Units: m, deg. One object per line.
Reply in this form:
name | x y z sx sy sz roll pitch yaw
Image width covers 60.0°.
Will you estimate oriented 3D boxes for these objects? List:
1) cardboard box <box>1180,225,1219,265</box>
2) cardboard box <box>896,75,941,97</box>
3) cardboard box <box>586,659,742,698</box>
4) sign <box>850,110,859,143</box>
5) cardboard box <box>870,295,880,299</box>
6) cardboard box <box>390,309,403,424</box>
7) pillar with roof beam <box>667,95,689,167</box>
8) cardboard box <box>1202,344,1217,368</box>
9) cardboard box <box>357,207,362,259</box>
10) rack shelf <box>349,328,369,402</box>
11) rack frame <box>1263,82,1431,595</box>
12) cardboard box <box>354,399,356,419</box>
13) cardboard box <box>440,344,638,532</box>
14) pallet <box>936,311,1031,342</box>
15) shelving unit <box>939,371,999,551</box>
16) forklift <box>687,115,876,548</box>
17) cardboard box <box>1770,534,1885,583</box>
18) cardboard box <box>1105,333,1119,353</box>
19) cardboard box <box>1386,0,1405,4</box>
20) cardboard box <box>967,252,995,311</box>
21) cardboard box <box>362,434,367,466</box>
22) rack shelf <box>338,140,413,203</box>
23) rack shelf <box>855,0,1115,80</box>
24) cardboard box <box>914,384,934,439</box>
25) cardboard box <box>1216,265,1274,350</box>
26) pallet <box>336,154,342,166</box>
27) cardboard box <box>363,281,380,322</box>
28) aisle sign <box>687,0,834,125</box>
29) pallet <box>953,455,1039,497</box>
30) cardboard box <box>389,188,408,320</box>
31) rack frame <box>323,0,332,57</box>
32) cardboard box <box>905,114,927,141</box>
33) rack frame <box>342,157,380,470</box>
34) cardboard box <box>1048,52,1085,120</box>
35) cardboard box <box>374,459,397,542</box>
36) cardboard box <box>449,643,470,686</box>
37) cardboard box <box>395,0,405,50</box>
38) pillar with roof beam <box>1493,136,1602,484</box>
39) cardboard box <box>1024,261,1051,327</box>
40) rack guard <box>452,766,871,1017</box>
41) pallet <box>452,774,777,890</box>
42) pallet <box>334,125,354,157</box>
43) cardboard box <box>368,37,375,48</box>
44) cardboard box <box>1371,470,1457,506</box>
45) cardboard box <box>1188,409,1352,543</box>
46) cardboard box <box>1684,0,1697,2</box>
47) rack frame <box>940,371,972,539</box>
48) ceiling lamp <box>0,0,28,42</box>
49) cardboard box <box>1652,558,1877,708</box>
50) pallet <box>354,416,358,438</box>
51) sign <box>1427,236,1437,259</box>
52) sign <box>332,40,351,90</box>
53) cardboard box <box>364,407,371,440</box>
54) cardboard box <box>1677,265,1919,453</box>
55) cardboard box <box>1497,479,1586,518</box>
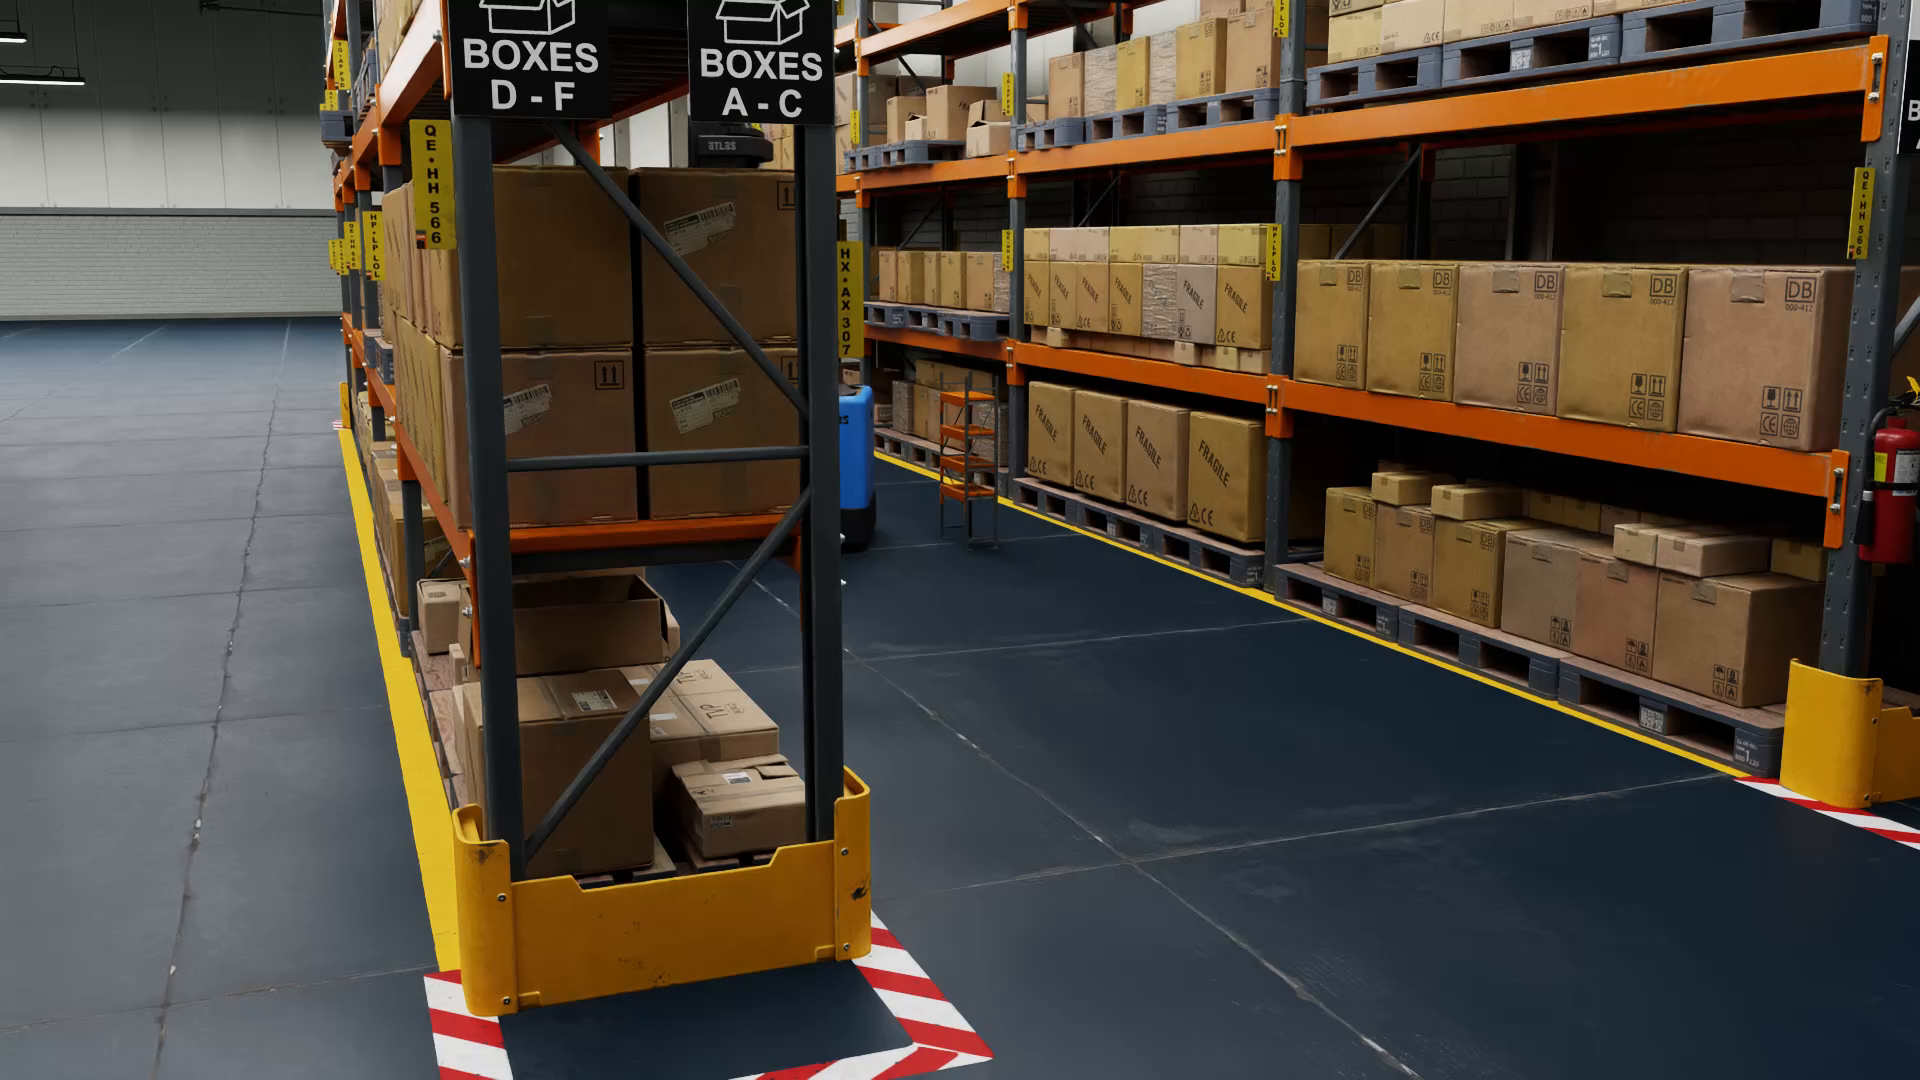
cardboard box | 1.756 -1.904 10.725 0.500 0.250 0.500 -4 11 -20
cardboard box | -0.471 -4.617 17.549 0.500 0.500 0.500 -4 11 -20
cardboard box | -1.122 0.650 6.296 0.500 0.250 0.500 -4 11 -21
sign | -1.062 -4.187 16.850 0.100 0.325 0.005 -4 11 -21
cardboard box | -1.014 -2.485 17.696 0.500 0.250 0.500 -4 11 -21
cardboard box | -2.345 -0.819 7.673 0.500 0.500 0.500 -4 11 -19
pillar with roof beam | -9.310 -7.724 29.645 9.100 9.000 0.548 -4 11 -21
cardboard box | 1.788 -1.193 10.724 0.380 0.149 0.250 -4 11 -19
cardboard box | -5.526 -3.018 16.333 0.700 0.500 0.500 -4 11 -21
rack shelf | -4.450 -1.495 13.815 1.077 0.370 4.000 -4 11 -21
rack frame | 2.339 -1.185 10.017 1.000 3.000 0.127 -4 11 -21
cardboard box | -6.272 -1.417 17.974 0.500 0.250 0.500 -4 11 -21
cardboard box | -1.243 -0.322 4.881 0.500 0.500 0.500 -4 11 -19
pallet | 0.532 -1.853 14.321 1.213 0.211 1.003 -4 11 -21
shelving unit | 0.060 -0.564 11.663 0.258 1.200 0.503 -4 11 -21
forklift | -2.137 -1.439 11.642 3.031 2.935 1.130 0 10 0
cardboard box | 3.674 0.072 7.035 0.380 0.149 0.250 -4 11 -21
cardboard box | 1.286 -1.447 12.153 0.380 0.149 0.250 -4 11 -20
cardboard box | 2.528 -2.996 8.433 0.500 0.500 0.500 -4 11 -22
cardboard box | 0.483 -2.269 14.571 0.700 0.500 0.500 -5 11 -26
cardboard box | -4.886 -0.779 14.389 0.500 0.250 0.500 -4 11 -23
rack shelf | -4.450 -2.972 13.553 1.077 0.370 4.000 -4 11 -21
rack shelf | 0.165 -4.567 15.096 1.077 0.370 4.000 -4 11 -21
cardboard box | -0.043 -1.277 16.413 0.700 0.500 0.500 -4 11 -22
cardboard box | 1.937 -1.450 10.314 0.500 0.500 0.500 -4 11 -22
pallet | -5.508 -3.747 16.106 1.003 0.211 1.213 -4 11 -21
cardboard box | -5.342 -2.297 15.984 0.700 0.500 0.500 -4 11 -22
aisle sign | -0.528 -1.505 4.390 0.394 0.787 0.004 -4 11 -21
pallet | 0.608 -0.593 14.650 1.003 0.211 1.213 -4 11 -21
cardboard box | -1.994 -1.149 6.672 0.500 0.500 0.500 -4 11 -23
rack frame | -6.625 -5.782 18.733 1.000 3.000 0.127 -4 11 -21
cardboard box | -0.213 -3.936 15.971 0.500 0.311 0.500 -4 11 -19
rack frame | -5.175 -2.176 15.588 1.000 3.000 0.127 -4 11 -21
cardboard box | 1.116 -3.507 12.962 0.700 0.500 0.500 -5 11 -25
cardboard box | -3.455 -0.249 10.637 0.500 0.500 0.500 -4 11 -22
cardboard box | -2.003 0.531 7.204 0.380 0.166 0.250 -4 11 -21
cardboard box | -1.789 -1.933 6.085 0.500 0.250 0.500 -4 11 -21
pillar with roof beam | -0.613 -3.806 7.622 9.100 9.000 0.400 -4 11 -21
cardboard box | 0.827 -1.948 13.114 0.500 0.500 0.500 -4 11 -19
rack guard | -0.854 1.001 4.865 1.175 0.500 0.348 -4 11 -21
pallet | -1.144 1.013 5.621 1.003 0.211 1.213 -4 11 -21
pallet | -4.463 -3.194 13.287 1.003 0.211 1.213 -3 11 -18
cardboard box | -3.163 -2.812 10.312 0.910 0.500 0.500 -4 11 -21
cardboard box | 2.469 -0.284 9.040 0.380 0.149 0.250 -4 11 -19
cardboard box | 1.983 -0.431 10.719 0.750 0.750 0.750 -4 11 -20
cardboard box | 3.276 -2.294 6.629 0.500 0.250 0.500 -4 11 -19
rack frame | -0.028 -0.604 11.887 0.240 1.200 0.015 -4 11 -21
ceiling lamp | -18.583 -10.910 30.893 2.000 3.185 0.800 -4 11 -21
cardboard box | 3.442 0.384 7.136 0.700 0.500 0.500 -4 11 -21
pallet | -6.309 -1.334 18.815 1.003 0.211 1.213 -4 11 -21
sign | 2.856 -1.686 10.134 0.100 0.325 0.005 -4 11 -21
sign | -4.246 -3.259 11.412 0.100 0.325 0.005 -4 11 -21
cardboard box | -4.699 -0.971 13.864 0.500 0.311 0.500 -4 11 -19
cardboard box | 3.595 -0.762 6.785 0.980 0.700 0.700 -3 11 -18
cardboard box | 3.027 -0.218 8.667 0.380 0.149 0.250 -4 11 -20
